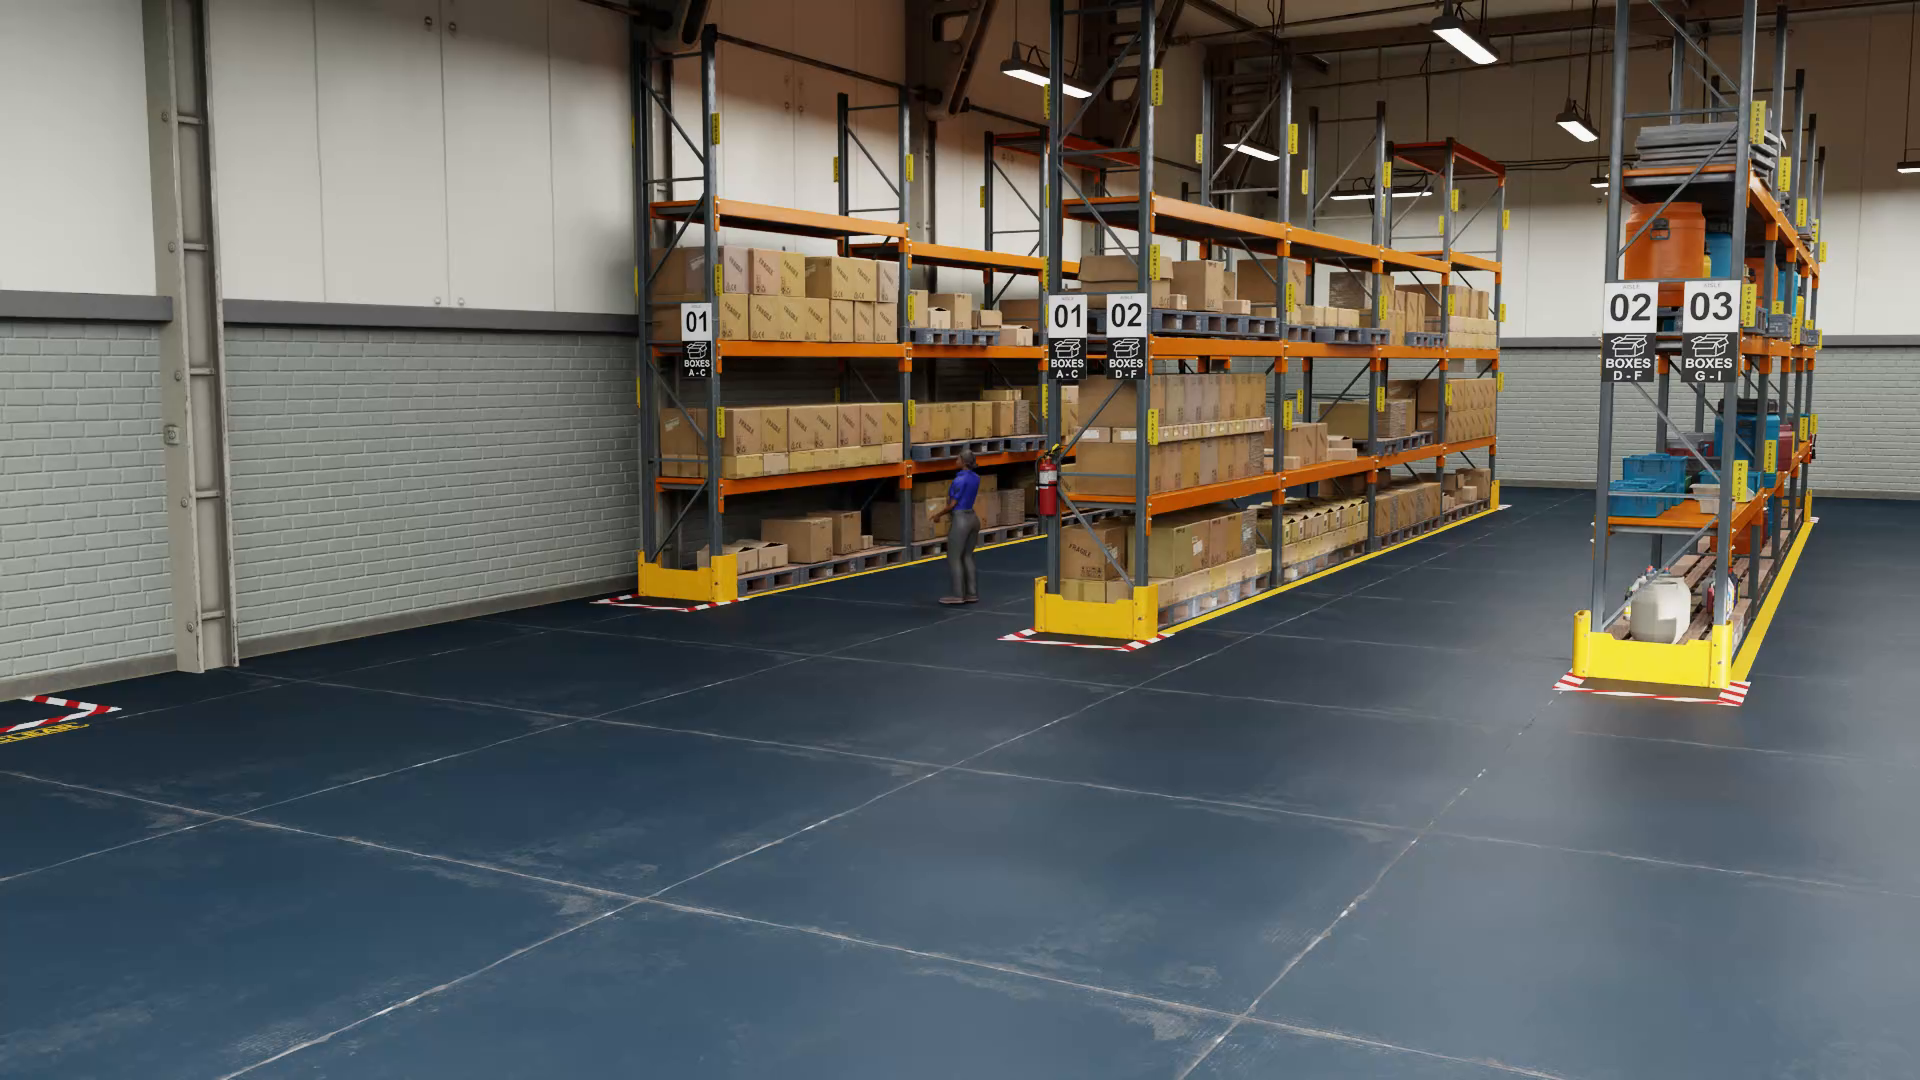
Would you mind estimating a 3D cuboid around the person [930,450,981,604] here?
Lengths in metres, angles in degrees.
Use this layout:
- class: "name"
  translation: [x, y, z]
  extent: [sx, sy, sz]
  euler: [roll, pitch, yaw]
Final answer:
- class: "person"
  translation: [-0.036, -0.147, 17.805]
  extent: [0.512, 1.649, 0.452]
  euler: [3, 7, 28]
